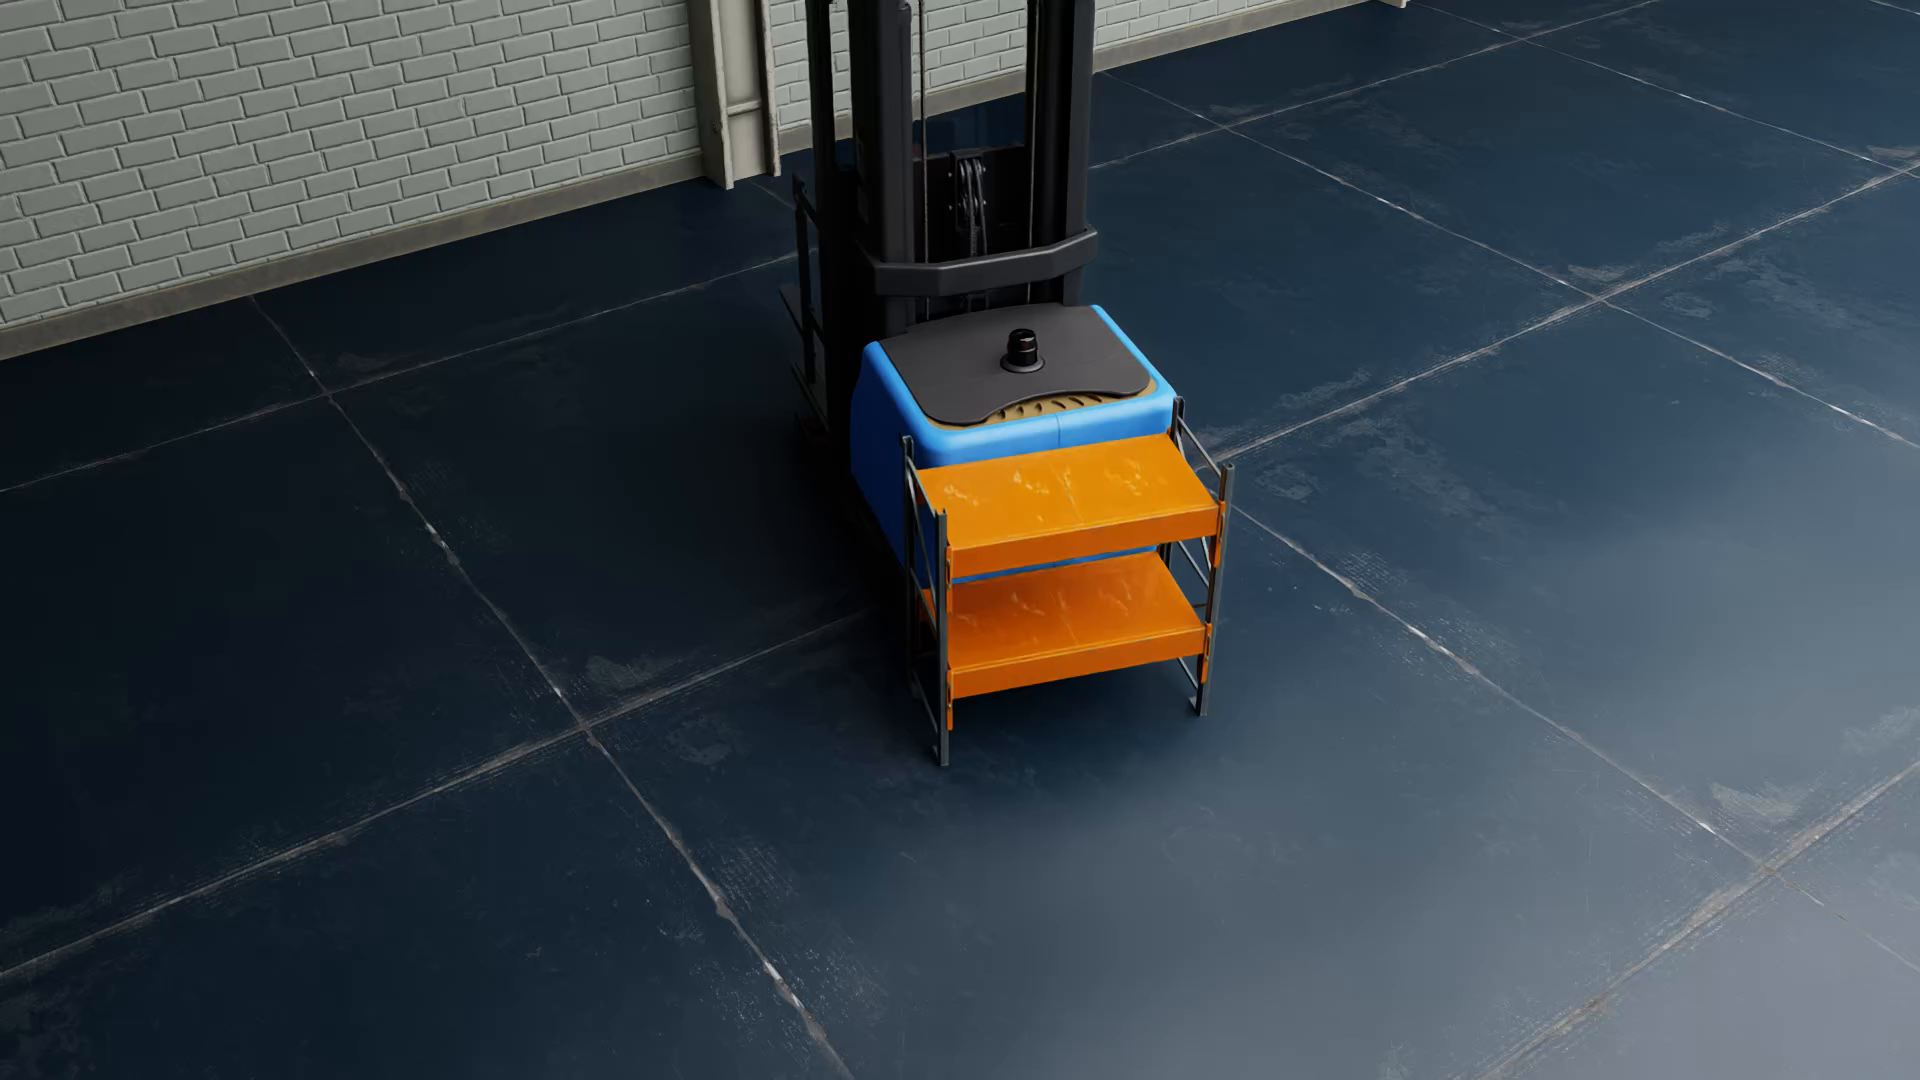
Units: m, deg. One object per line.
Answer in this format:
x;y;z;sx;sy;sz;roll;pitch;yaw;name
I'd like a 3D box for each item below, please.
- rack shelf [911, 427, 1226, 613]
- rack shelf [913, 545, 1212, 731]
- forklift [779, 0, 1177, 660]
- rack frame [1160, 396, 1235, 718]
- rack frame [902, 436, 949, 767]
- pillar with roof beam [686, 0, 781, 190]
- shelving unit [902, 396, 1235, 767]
0.367;-0.084;5.902;1.000;0.278;0.538;-9;37;-13;rack shelf
0.367;0.352;6.215;1.000;0.278;0.538;-9;37;-13;rack shelf
-0.131;-1.578;6.934;1.130;2.935;3.031;-11;37;-15;forklift
0.857;0.075;6.183;0.032;1.125;0.500;-9;37;-13;rack frame
-0.123;0.233;5.962;0.032;1.125;0.500;-9;37;-13;rack frame
1.111;-3.898;4.963;0.400;9.000;9.100;-22;41;-28;pillar with roof beam
0.367;0.154;6.073;1.048;1.125;0.538;-9;37;-13;shelving unit
